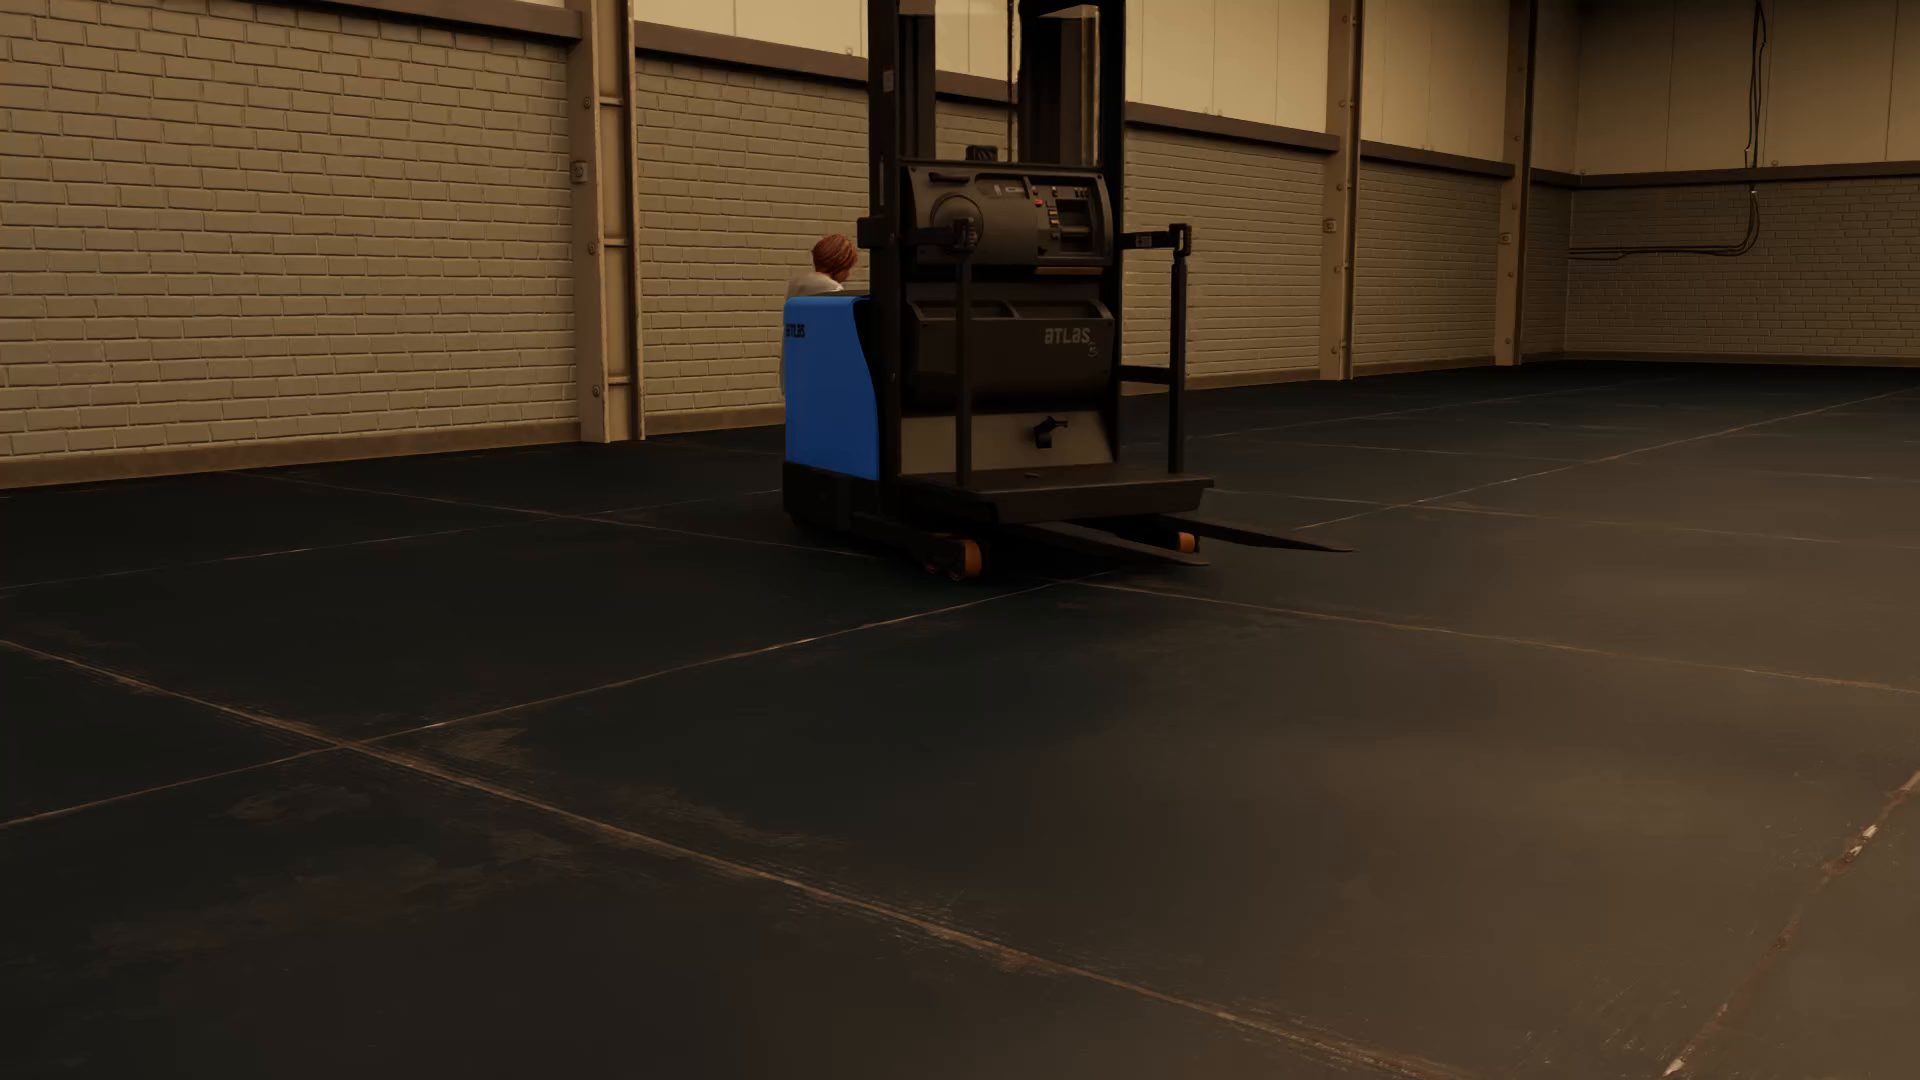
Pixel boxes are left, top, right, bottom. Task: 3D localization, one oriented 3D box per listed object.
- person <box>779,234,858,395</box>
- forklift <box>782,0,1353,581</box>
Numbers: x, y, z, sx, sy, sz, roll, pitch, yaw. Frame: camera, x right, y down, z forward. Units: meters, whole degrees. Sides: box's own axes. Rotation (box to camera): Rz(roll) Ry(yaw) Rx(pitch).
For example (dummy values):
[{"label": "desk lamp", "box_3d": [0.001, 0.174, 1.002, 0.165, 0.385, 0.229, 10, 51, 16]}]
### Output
[{"label": "person", "box_3d": [-0.564, -0.843, 8.393, 0.678, 1.370, 0.857, -6, 10, -35]}, {"label": "forklift", "box_3d": [0.318, -1.366, 6.620, 1.130, 2.935, 3.031, -5, 9, -28]}]
